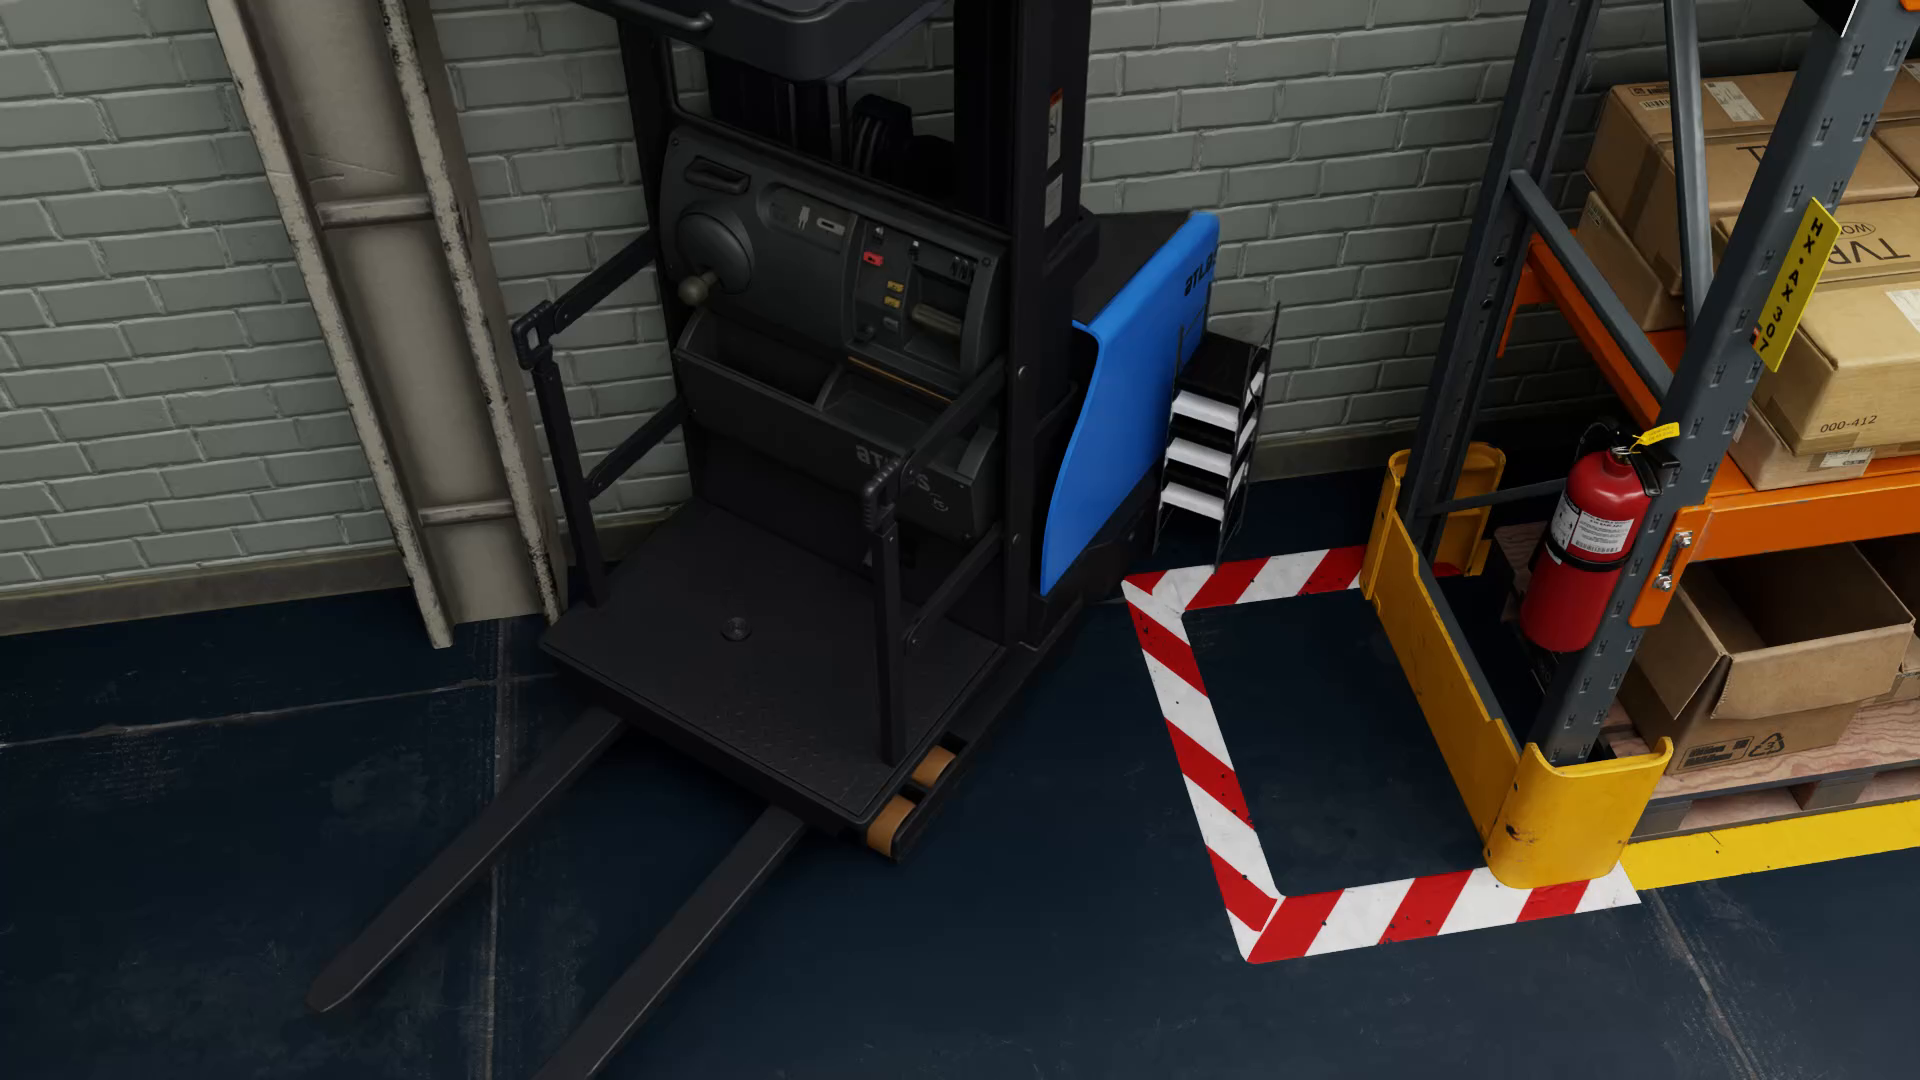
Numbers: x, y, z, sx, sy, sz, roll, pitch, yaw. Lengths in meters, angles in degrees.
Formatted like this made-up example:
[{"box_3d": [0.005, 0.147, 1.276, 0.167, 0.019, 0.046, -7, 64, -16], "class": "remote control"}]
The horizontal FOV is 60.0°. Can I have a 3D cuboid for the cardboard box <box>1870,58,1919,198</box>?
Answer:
[{"box_3d": [2.329, -0.901, 3.933, 0.500, 0.250, 0.500, -7, 46, -7], "class": "cardboard box"}]

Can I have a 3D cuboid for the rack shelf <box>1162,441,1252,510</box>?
[{"box_3d": [0.750, -0.228, 5.016, 0.200, 0.077, 0.258, 20, 49, 18], "class": "rack shelf"}]

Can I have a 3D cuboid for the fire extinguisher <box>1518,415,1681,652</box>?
[{"box_3d": [1.346, -0.040, 3.519, 0.183, 0.674, 0.296, -7, 46, -7], "class": "fire extinguisher"}]

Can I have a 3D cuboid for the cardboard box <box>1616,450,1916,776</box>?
[{"box_3d": [2.031, 0.170, 4.445, 0.637, 0.503, 0.797, -9, 47, -8], "class": "cardboard box"}]

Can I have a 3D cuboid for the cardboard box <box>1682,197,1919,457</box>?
[{"box_3d": [1.905, -0.458, 3.506, 0.500, 0.250, 0.500, -7, 46, -7], "class": "cardboard box"}]

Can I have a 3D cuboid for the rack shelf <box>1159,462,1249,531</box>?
[{"box_3d": [0.750, -0.165, 5.080, 0.200, 0.077, 0.258, 20, 49, 18], "class": "rack shelf"}]

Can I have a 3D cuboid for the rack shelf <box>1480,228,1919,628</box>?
[{"box_3d": [3.383, -0.539, 4.186, 4.000, 0.370, 1.077, -7, 46, -7], "class": "rack shelf"}]

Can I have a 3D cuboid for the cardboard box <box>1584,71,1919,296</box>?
[{"box_3d": [1.820, -0.839, 3.873, 0.500, 0.250, 0.500, -6, 46, -6], "class": "cardboard box"}]

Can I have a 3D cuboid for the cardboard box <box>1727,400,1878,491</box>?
[{"box_3d": [1.783, -0.301, 3.632, 0.250, 0.149, 0.380, -7, 47, -7], "class": "cardboard box"}]

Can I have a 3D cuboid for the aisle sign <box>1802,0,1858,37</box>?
[{"box_3d": [1.395, -1.228, 2.545, 0.004, 0.787, 0.394, -7, 46, -7], "class": "aisle sign"}]

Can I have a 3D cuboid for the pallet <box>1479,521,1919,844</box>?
[{"box_3d": [2.273, 0.317, 4.798, 1.213, 0.211, 1.003, -7, 46, -7], "class": "pallet"}]

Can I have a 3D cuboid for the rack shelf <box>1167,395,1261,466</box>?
[{"box_3d": [0.750, -0.353, 4.886, 0.200, 0.077, 0.258, 20, 49, 18], "class": "rack shelf"}]

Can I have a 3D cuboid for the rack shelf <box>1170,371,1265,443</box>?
[{"box_3d": [0.750, -0.415, 4.821, 0.200, 0.077, 0.258, 20, 49, 18], "class": "rack shelf"}]

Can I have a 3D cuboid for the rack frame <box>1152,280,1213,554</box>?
[{"box_3d": [0.659, -0.346, 4.958, 0.006, 0.900, 0.240, 20, 49, 18], "class": "rack frame"}]

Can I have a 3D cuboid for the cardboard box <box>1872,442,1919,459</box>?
[{"box_3d": [2.026, -0.365, 3.693, 0.250, 0.149, 0.380, -6, 46, -6], "class": "cardboard box"}]

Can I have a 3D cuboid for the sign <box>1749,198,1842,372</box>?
[{"box_3d": [1.505, -0.458, 3.007, 0.005, 0.325, 0.100, -7, 46, -7], "class": "sign"}]

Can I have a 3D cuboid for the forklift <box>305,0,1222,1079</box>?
[{"box_3d": [-0.438, -0.566, 3.760, 1.130, 2.935, 3.031, 25, 51, 22], "class": "forklift"}]

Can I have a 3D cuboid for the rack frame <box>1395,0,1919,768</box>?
[{"box_3d": [1.412, -0.543, 3.690, 0.127, 3.000, 1.000, -7, 46, -7], "class": "rack frame"}]

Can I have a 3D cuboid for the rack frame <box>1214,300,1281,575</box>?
[{"box_3d": [0.841, -0.280, 4.895, 0.006, 0.900, 0.240, 20, 49, 18], "class": "rack frame"}]

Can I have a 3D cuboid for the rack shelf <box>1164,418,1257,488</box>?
[{"box_3d": [0.750, -0.290, 4.951, 0.200, 0.077, 0.258, 20, 49, 18], "class": "rack shelf"}]

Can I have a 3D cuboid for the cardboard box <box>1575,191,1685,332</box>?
[{"box_3d": [1.693, -0.687, 4.003, 0.250, 0.149, 0.380, -8, 47, -7], "class": "cardboard box"}]

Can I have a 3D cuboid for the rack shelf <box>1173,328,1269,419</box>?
[{"box_3d": [0.750, -0.478, 4.756, 0.200, 0.077, 0.258, 20, 49, 18], "class": "rack shelf"}]

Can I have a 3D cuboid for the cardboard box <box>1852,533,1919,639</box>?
[{"box_3d": [2.880, 0.094, 4.521, 0.500, 0.500, 0.700, -5, 46, -5], "class": "cardboard box"}]

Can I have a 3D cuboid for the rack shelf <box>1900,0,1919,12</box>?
[{"box_3d": [3.383, -1.579, 3.105, 4.000, 0.370, 1.077, -7, 46, -7], "class": "rack shelf"}]

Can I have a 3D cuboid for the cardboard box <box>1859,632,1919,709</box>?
[{"box_3d": [2.457, 0.268, 4.597, 0.250, 0.149, 0.380, -9, 47, -8], "class": "cardboard box"}]

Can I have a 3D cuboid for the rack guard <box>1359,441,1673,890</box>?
[{"box_3d": [1.487, 0.315, 4.599, 0.348, 0.500, 1.175, -7, 46, -7], "class": "rack guard"}]

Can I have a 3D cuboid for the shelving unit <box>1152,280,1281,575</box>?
[{"box_3d": [0.750, -0.313, 4.927, 0.210, 0.900, 0.258, 20, 49, 18], "class": "shelving unit"}]
